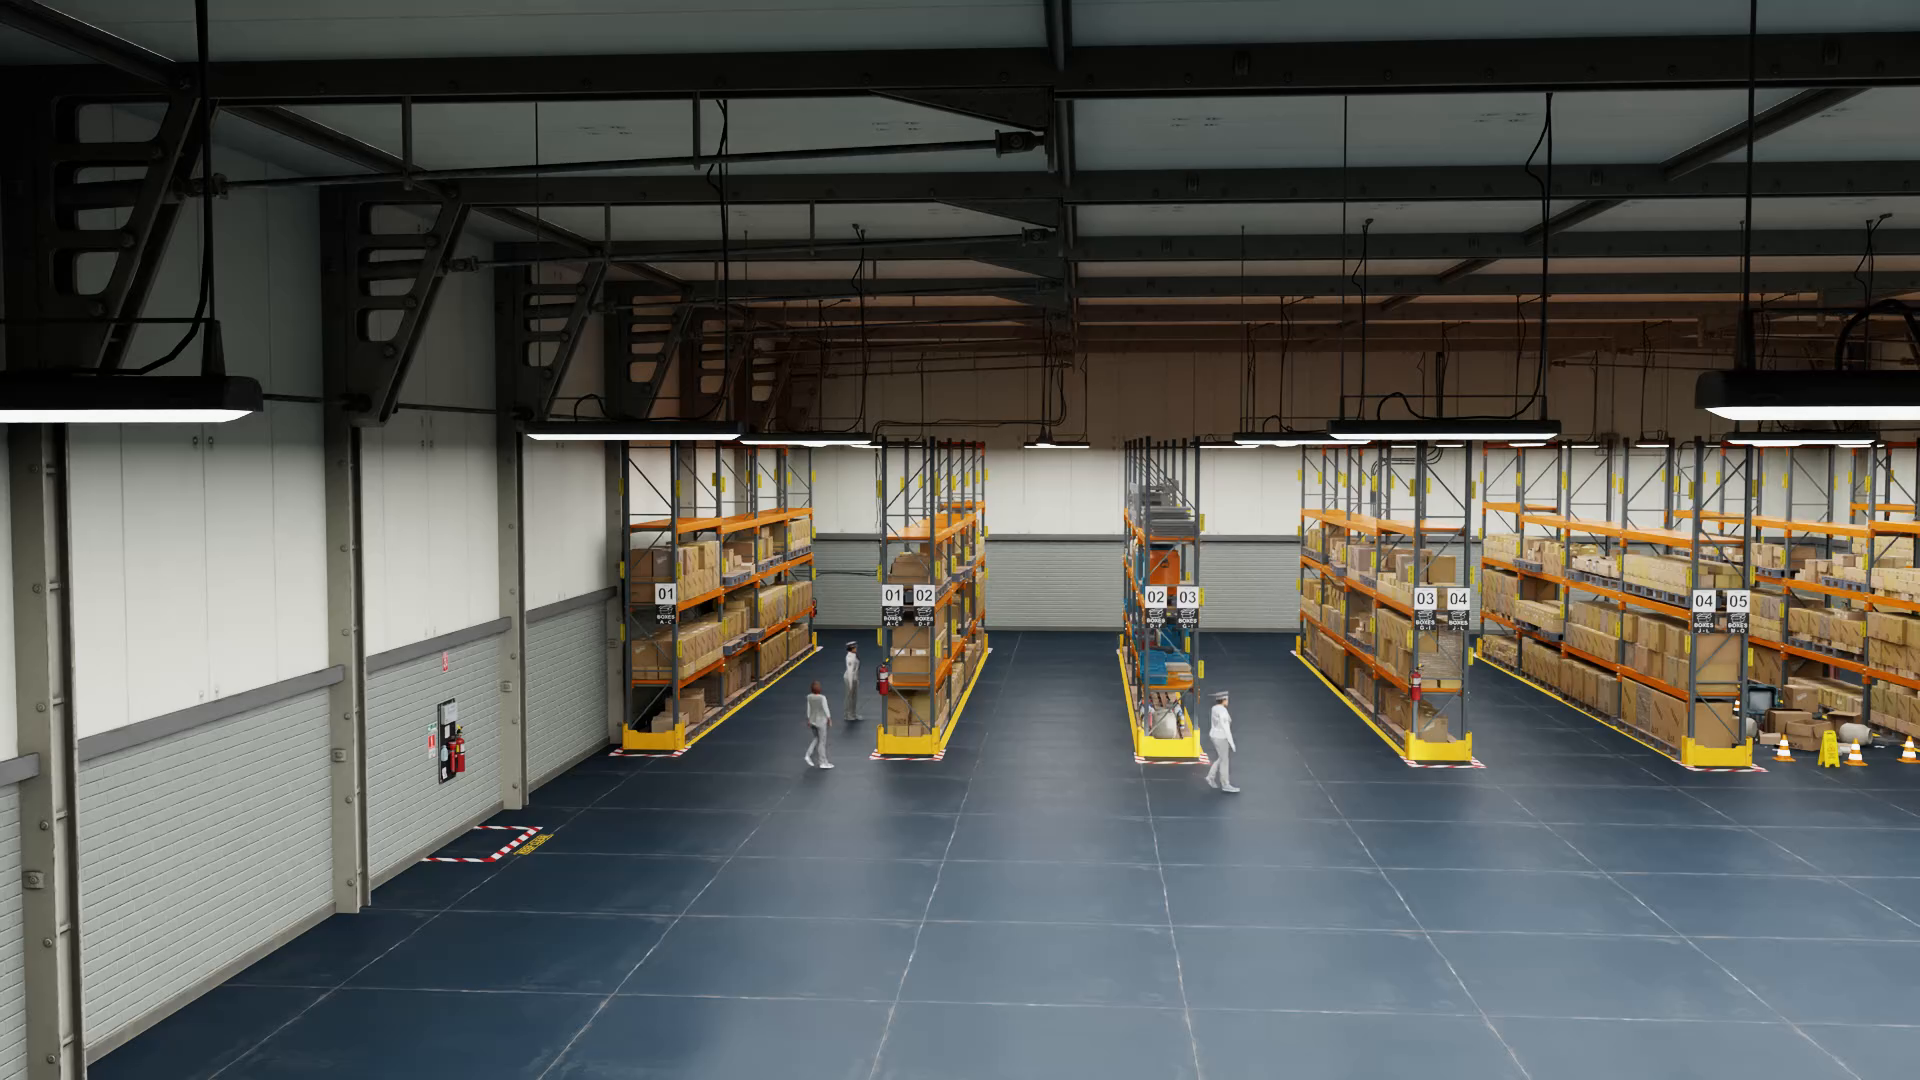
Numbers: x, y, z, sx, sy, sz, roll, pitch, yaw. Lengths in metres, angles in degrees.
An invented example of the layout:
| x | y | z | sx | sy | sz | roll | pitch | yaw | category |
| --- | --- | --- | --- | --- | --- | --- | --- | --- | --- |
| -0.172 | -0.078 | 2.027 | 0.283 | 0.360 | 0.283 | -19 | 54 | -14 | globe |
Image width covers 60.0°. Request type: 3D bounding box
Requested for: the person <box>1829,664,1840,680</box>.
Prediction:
| x | y | z | sx | sy | sz | roll | pitch | yaw | category |
| --- | --- | --- | --- | --- | --- | --- | --- | --- | --- |
| 21.087 | 2.747 | 40.202 | 0.537 | 1.677 | 0.369 | -3 | 4 | -40 | person |

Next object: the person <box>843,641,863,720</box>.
| x | y | z | sx | sy | sz | roll | pitch | yaw | category |
| --- | --- | --- | --- | --- | --- | --- | --- | --- | --- |
| -2.280 | 2.989 | 35.362 | 0.396 | 1.693 | 0.505 | 0 | 3 | 7 | person |

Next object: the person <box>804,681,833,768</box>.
| x | y | z | sx | sy | sz | roll | pitch | yaw | category |
| --- | --- | --- | --- | --- | --- | --- | --- | --- | --- |
| -2.550 | 3.323 | 30.008 | 0.486 | 1.594 | 0.469 | 3 | 4 | 43 | person |

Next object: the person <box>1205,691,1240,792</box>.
| x | y | z | sx | sy | sz | roll | pitch | yaw | category |
| --- | --- | --- | --- | --- | --- | --- | --- | --- | --- |
| 4.415 | 3.389 | 28.030 | 0.504 | 1.667 | 0.590 | 0 | 3 | -9 | person |
